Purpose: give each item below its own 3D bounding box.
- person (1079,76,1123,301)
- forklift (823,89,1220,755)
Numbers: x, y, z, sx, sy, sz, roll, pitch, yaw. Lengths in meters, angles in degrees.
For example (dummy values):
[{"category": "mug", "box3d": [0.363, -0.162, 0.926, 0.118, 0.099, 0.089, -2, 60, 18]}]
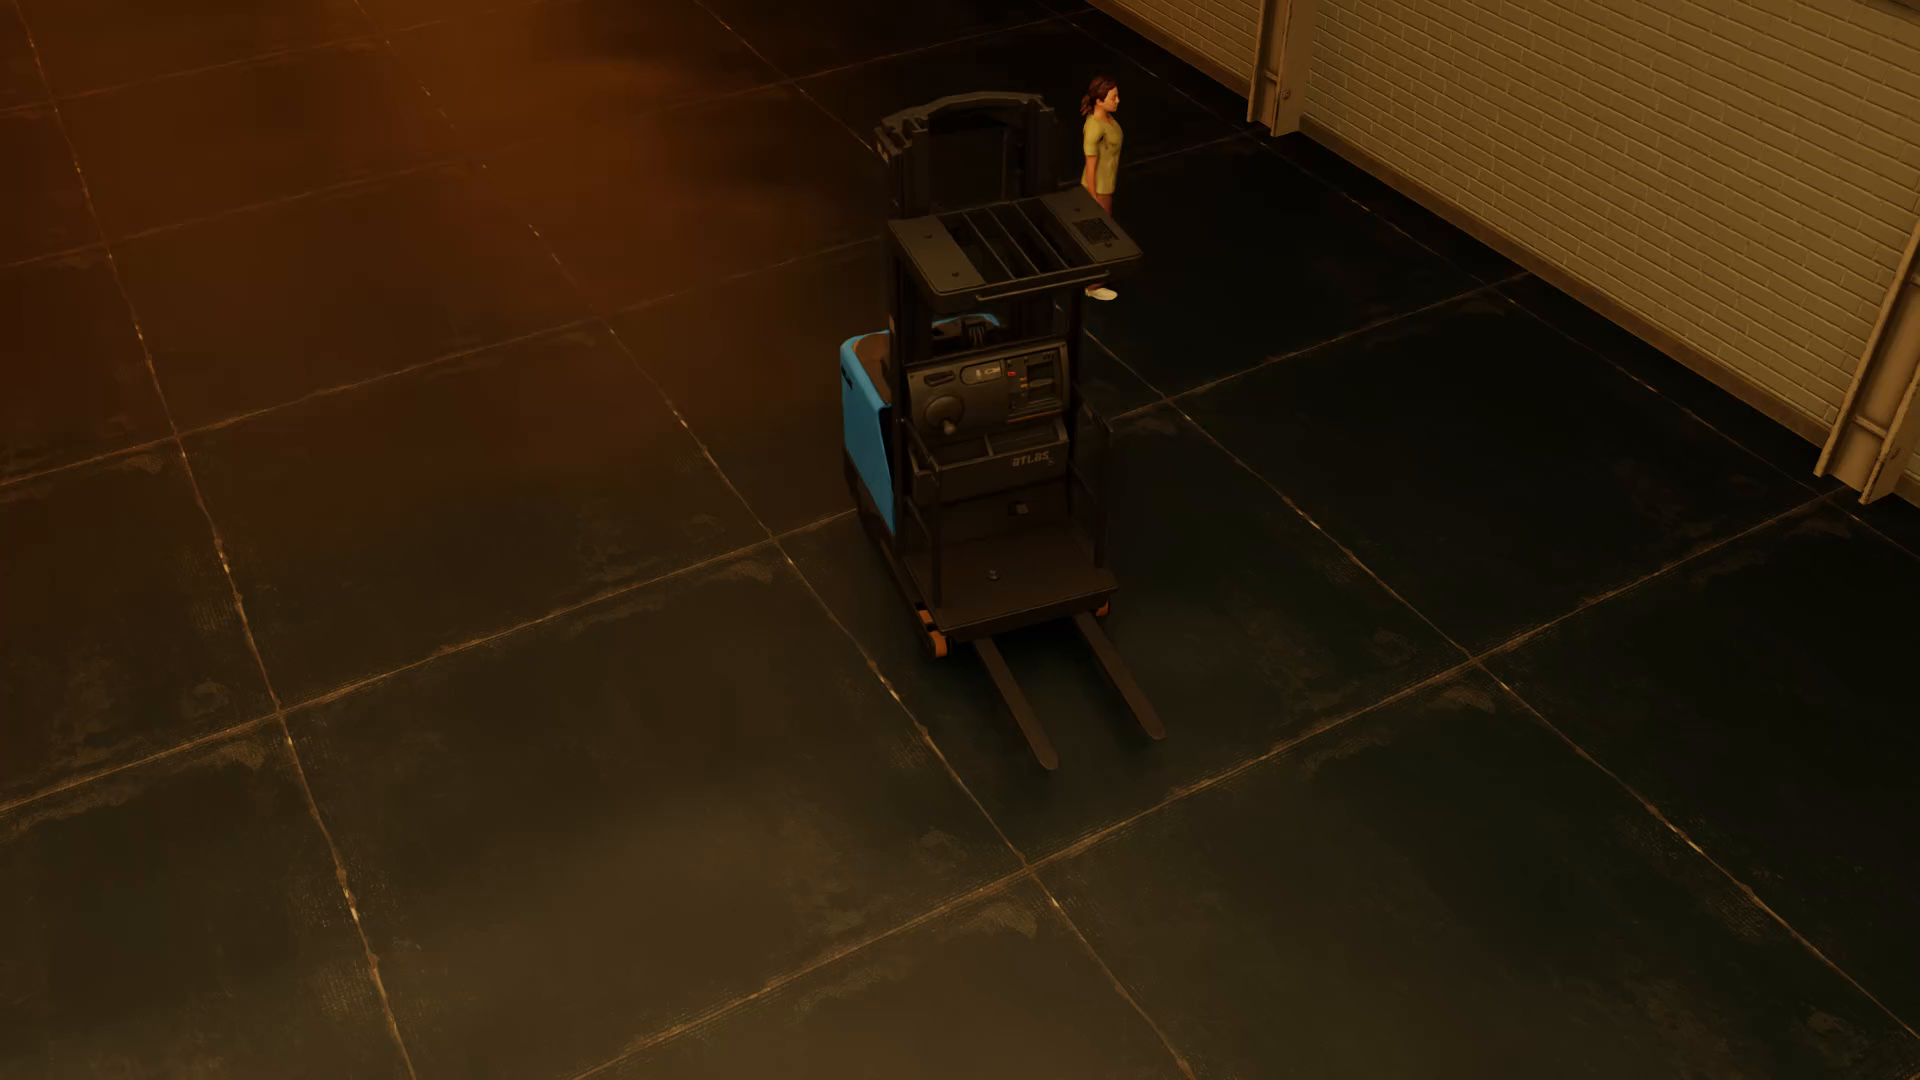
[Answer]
[{"category": "person", "box3d": [1.021, -2.577, 12.129, 0.370, 1.673, 0.440, 6, 40, 7]}, {"category": "forklift", "box3d": [0.339, -0.783, 8.980, 1.130, 2.935, 3.031, -21, 44, -23]}]
